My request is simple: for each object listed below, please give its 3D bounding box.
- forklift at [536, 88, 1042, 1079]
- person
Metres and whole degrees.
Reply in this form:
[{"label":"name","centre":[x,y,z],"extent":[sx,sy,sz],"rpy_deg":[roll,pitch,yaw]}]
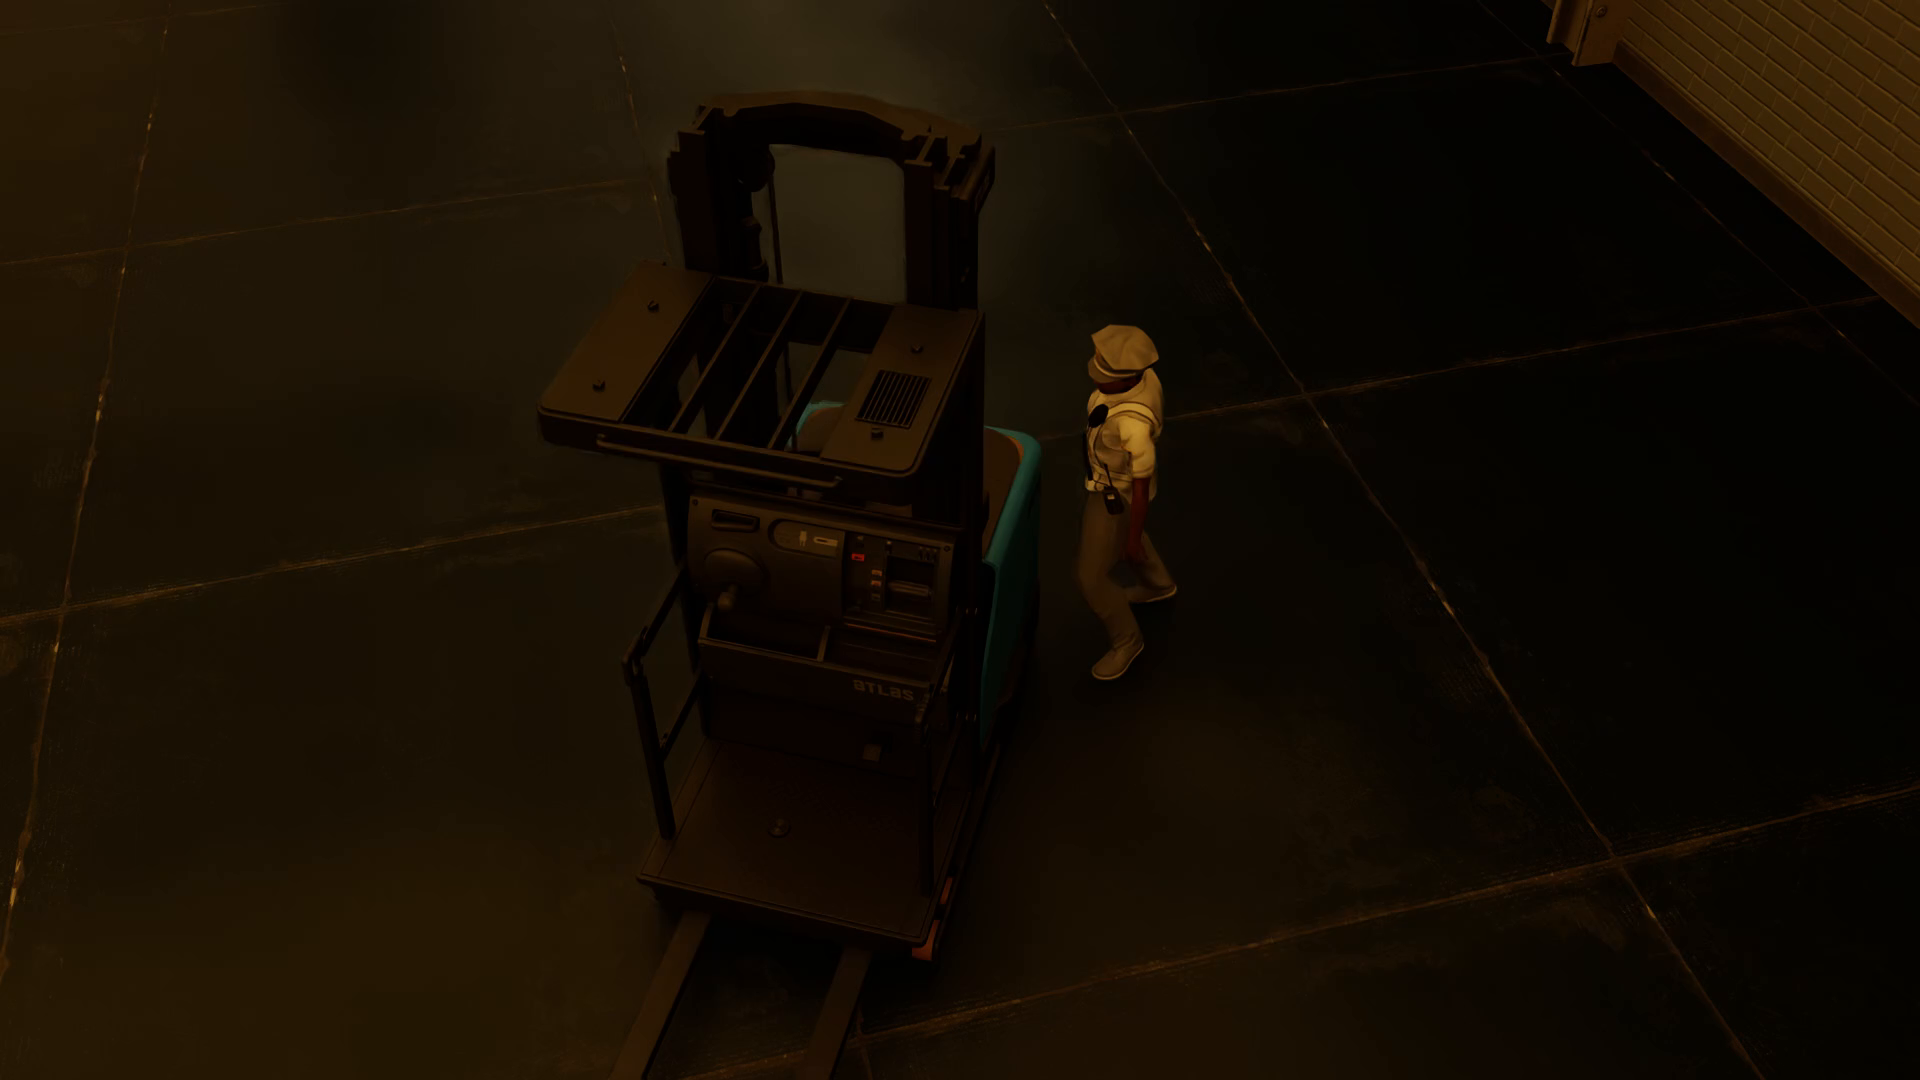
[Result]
[{"label":"forklift","centre":[-0.528,0.185,5.450],"extent":[1.130,2.935,3.031],"rpy_deg":[10,44,11]},{"label":"person","centre":[0.729,-0.222,6.893],"extent":[0.464,1.640,0.817],"rpy_deg":[5,44,5]}]
